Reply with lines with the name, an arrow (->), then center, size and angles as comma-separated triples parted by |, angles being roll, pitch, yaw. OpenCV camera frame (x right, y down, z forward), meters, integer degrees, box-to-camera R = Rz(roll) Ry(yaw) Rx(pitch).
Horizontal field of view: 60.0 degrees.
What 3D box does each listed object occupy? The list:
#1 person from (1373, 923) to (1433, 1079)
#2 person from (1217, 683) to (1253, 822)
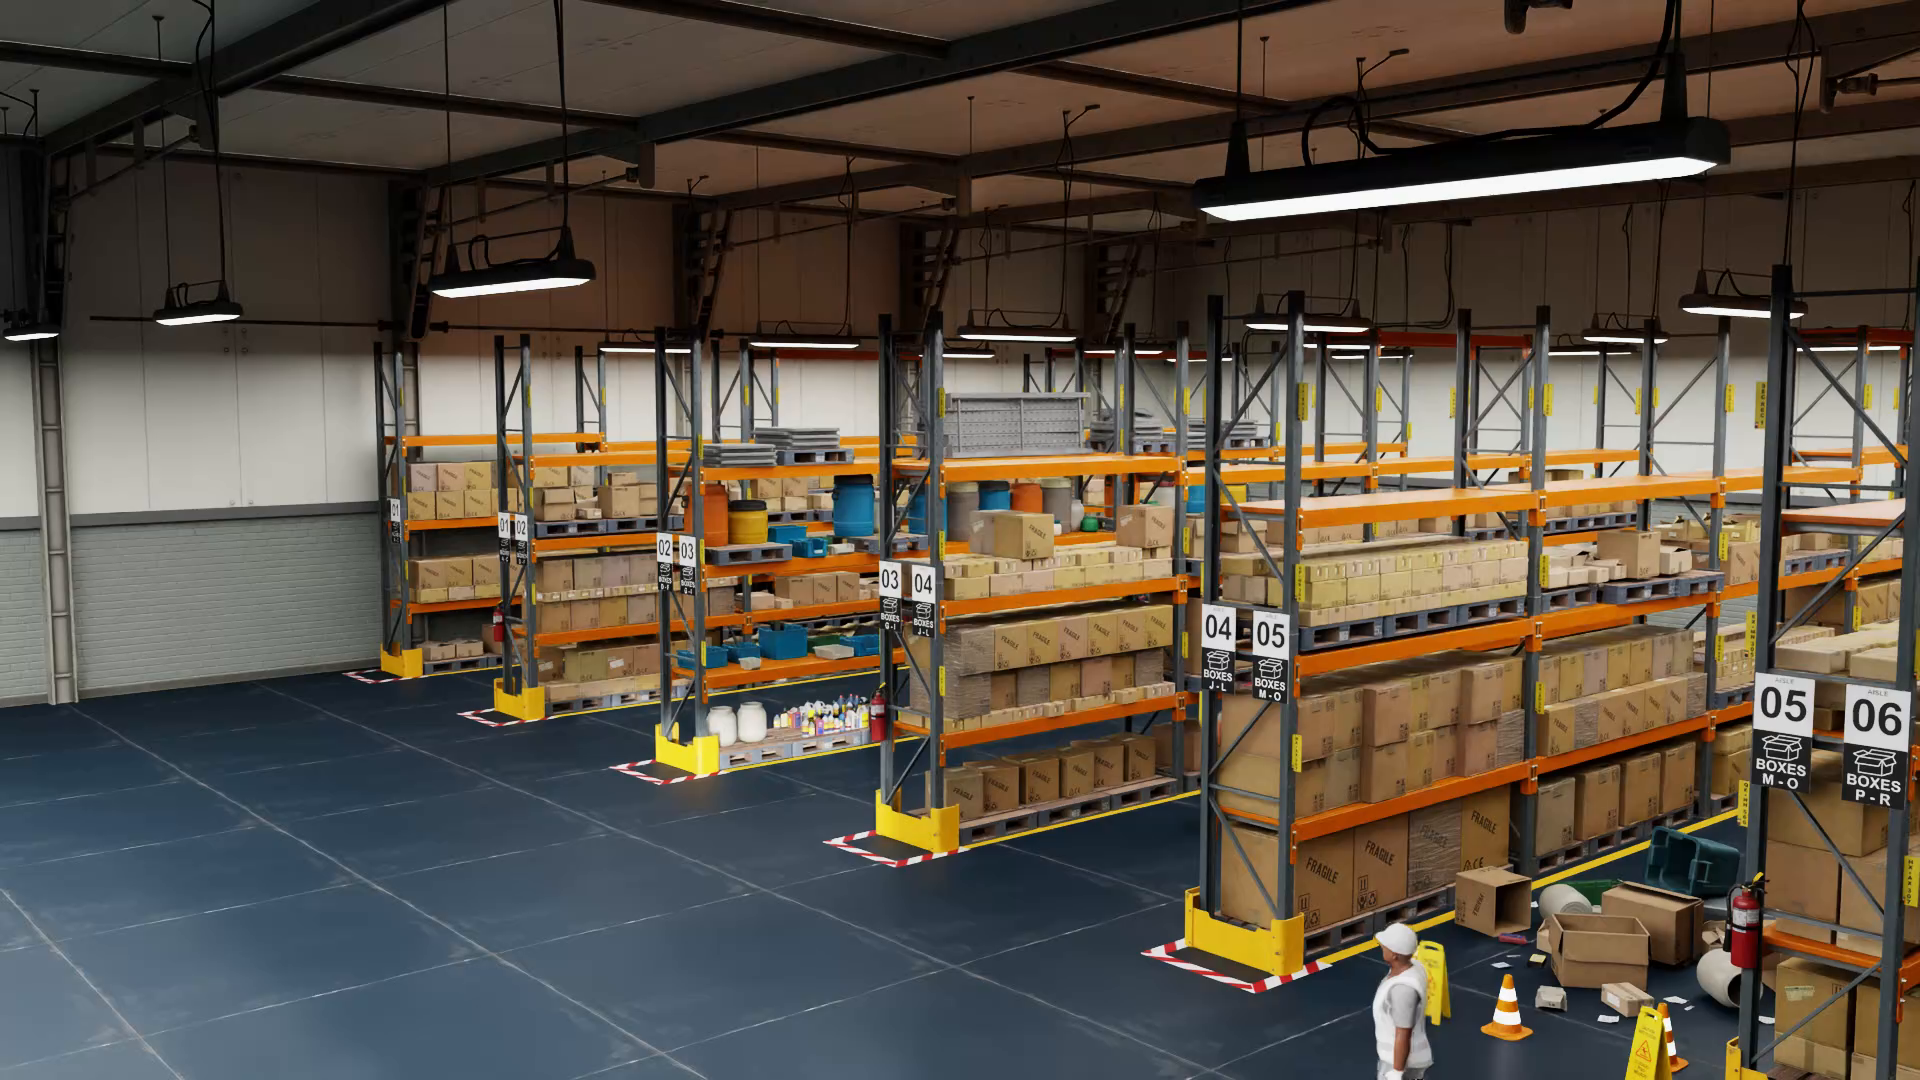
person -> 2.880, 3.305, 10.594 | 0.710, 1.771, 0.550 | 1, 5, 6
person -> 3.302, 2.540, 19.726 | 0.791, 1.680, 0.632 | -4, 7, -40
